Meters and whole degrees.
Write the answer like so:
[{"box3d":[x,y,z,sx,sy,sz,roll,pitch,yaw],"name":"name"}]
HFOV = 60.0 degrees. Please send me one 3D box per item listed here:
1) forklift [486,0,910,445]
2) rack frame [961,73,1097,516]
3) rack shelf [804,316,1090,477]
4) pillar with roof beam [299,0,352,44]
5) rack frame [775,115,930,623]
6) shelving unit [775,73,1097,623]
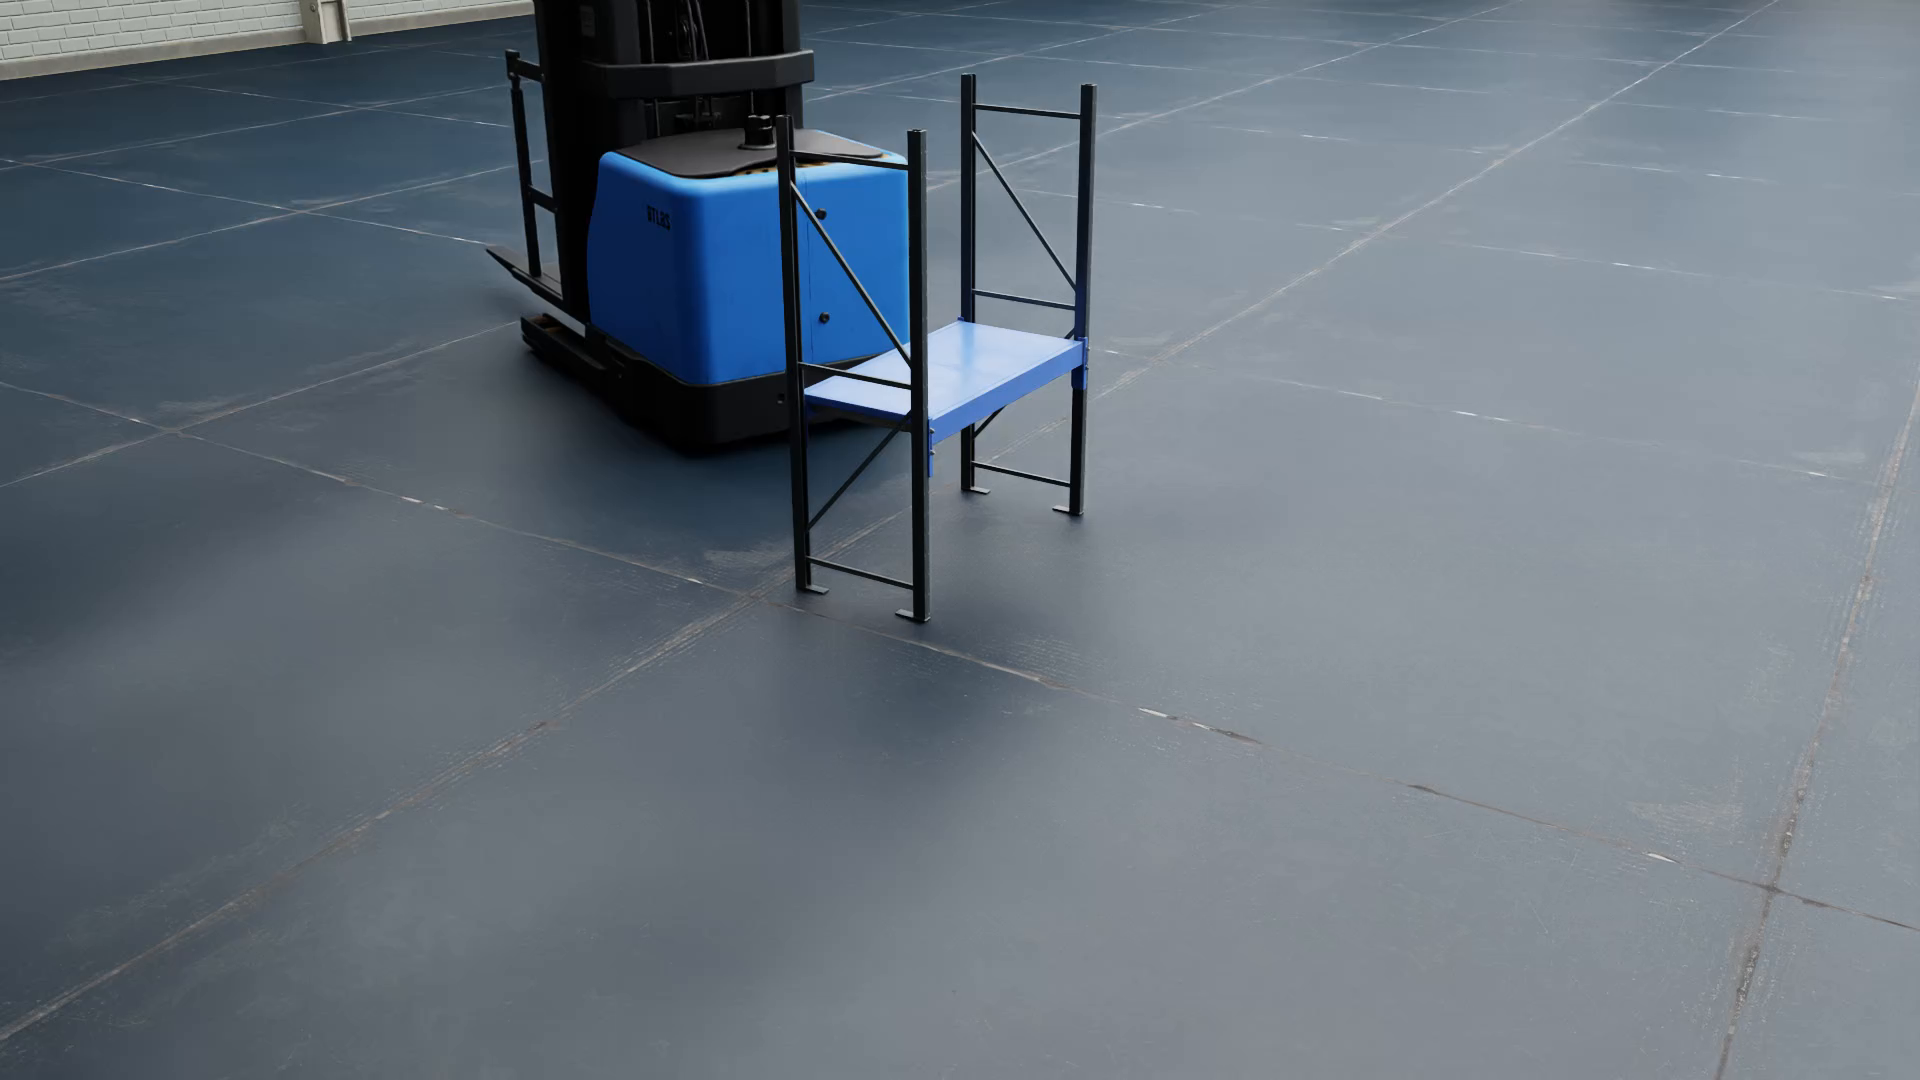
[{"box3d":[-1.392,-2.247,7.252,1.130,2.935,3.031,-14,27,-30],"name":"forklift"},{"box3d":[0.223,-0.831,5.782,0.500,1.500,0.032,14,27,29],"name":"rack frame"},{"box3d":[-0.045,-0.494,5.457,0.538,0.185,1.000,14,27,29],"name":"rack shelf"},{"box3d":[-3.453,-8.843,14.850,9.100,9.000,0.400,14,27,29],"name":"pillar with roof beam"},{"box3d":[-0.313,-0.488,4.989,0.500,1.500,0.032,14,27,29],"name":"rack frame"},{"box3d":[-0.045,-0.659,5.386,0.538,1.500,1.048,14,27,29],"name":"shelving unit"}]
